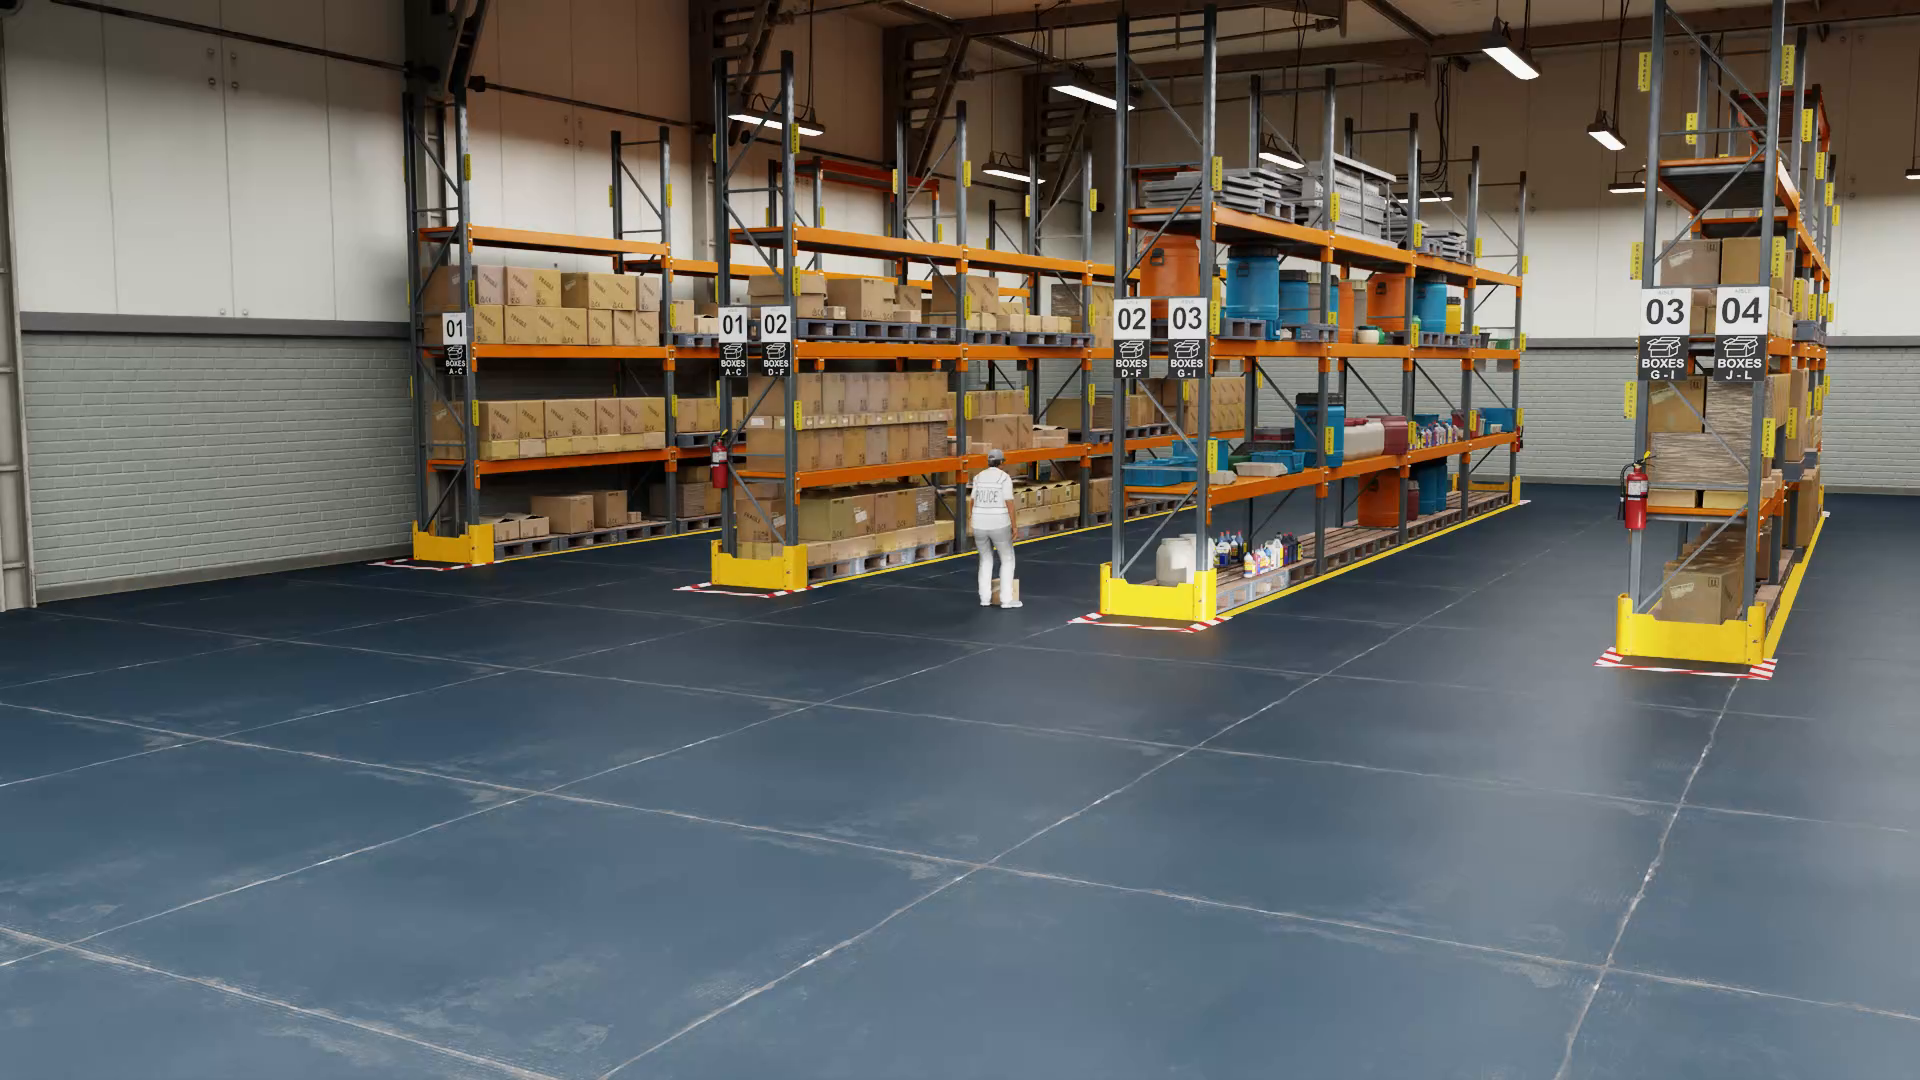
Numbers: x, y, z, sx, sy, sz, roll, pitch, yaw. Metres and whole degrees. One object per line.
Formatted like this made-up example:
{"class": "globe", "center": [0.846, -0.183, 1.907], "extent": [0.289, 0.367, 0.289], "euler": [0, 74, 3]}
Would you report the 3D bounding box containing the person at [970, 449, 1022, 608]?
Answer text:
{"class": "person", "center": [0.371, -0.128, 17.545], "extent": [0.538, 1.666, 0.465], "euler": [3, 7, 29]}
